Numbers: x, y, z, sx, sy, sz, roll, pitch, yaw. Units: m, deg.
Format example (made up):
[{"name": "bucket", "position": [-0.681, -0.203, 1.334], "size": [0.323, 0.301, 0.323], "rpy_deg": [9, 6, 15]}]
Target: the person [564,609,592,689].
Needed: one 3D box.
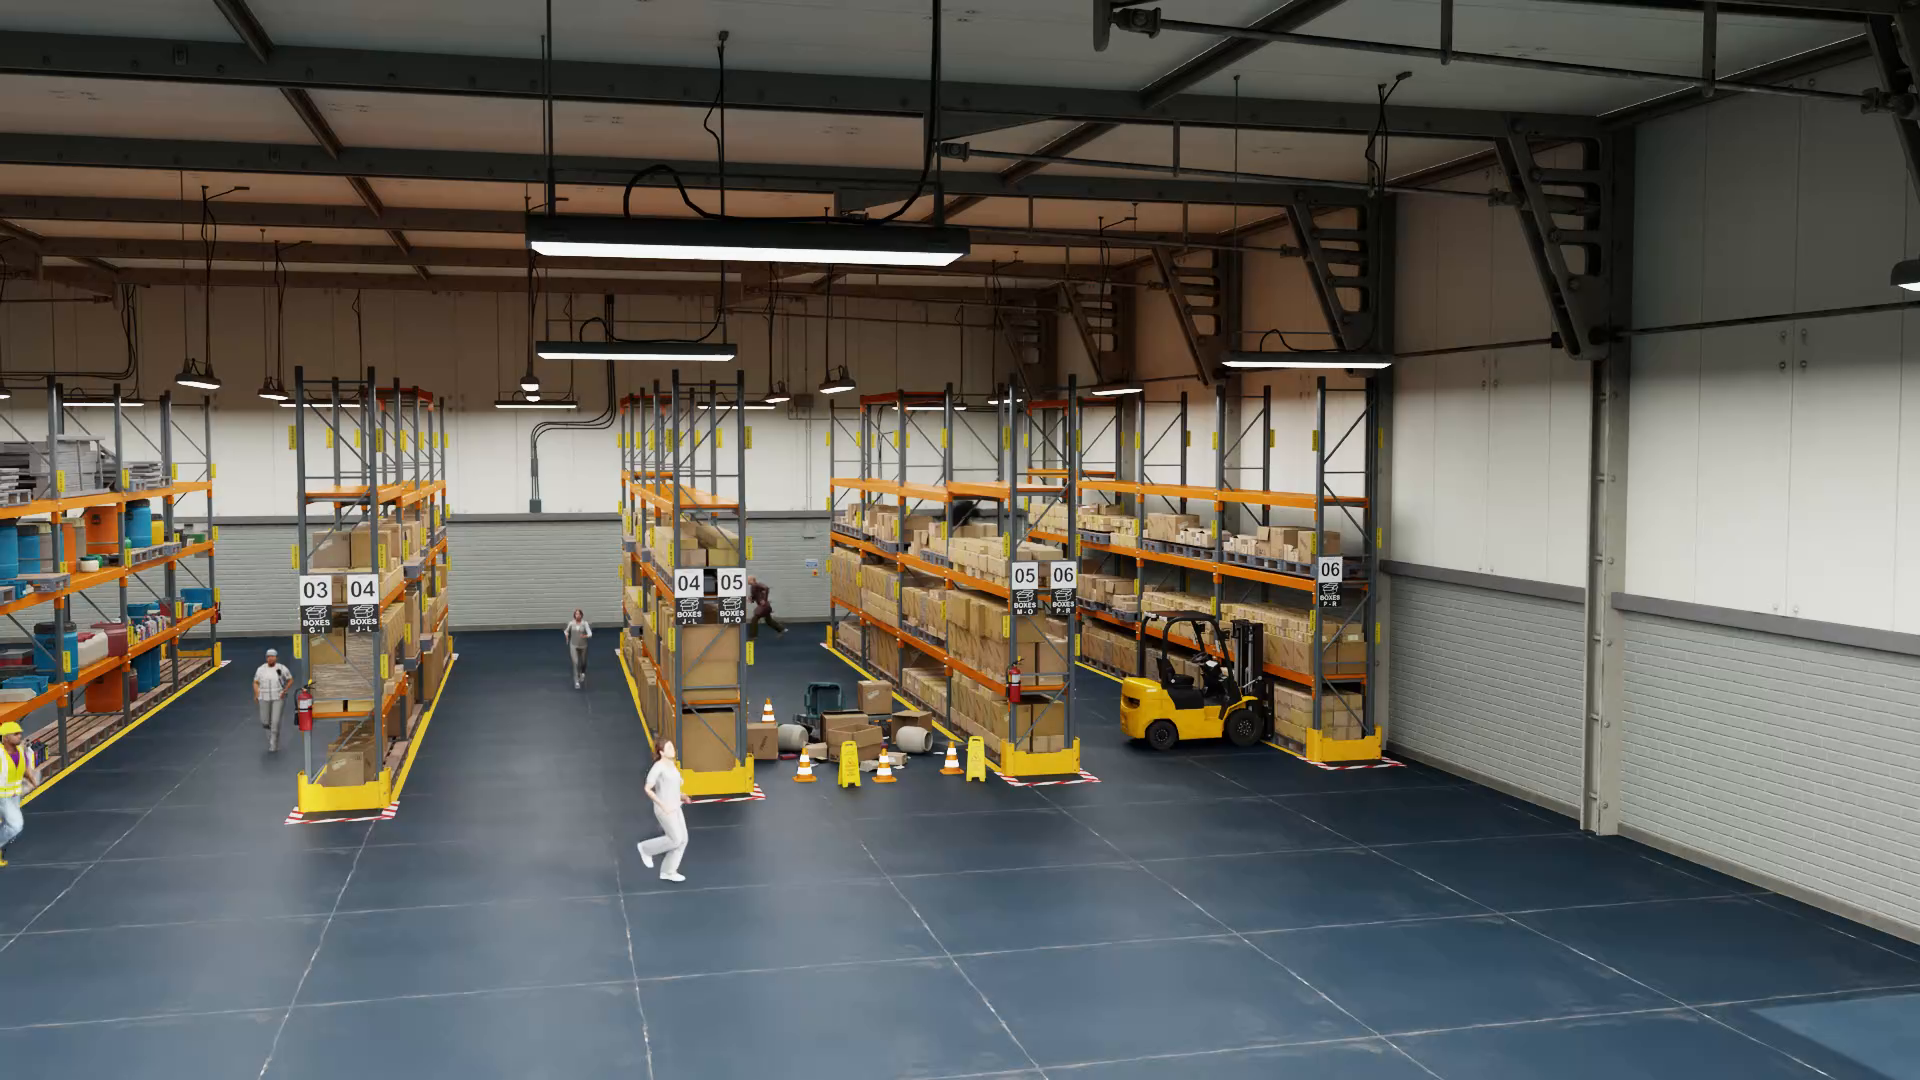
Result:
[{"name": "person", "position": [-7.746, 2.196, 33.751], "size": [0.545, 1.552, 0.864], "rpy_deg": [-1, 4, -13]}]

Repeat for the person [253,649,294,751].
[{"name": "person", "position": [-11.189, 2.589, 27.093], "size": [0.615, 1.630, 0.587], "rpy_deg": [-1, 4, -14]}]

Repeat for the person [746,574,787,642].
[{"name": "person", "position": [-4.810, 1.712, 41.238], "size": [1.093, 1.753, 0.753], "rpy_deg": [-1, 4, -21]}]

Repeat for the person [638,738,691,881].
[{"name": "person", "position": [-3.375, 3.063, 18.959], "size": [0.573, 1.626, 0.565], "rpy_deg": [1, 4, 20]}]

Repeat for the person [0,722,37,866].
[{"name": "person", "position": [-11.144, 2.977, 19.417], "size": [0.665, 1.698, 0.710], "rpy_deg": [1, 3, 9]}]
